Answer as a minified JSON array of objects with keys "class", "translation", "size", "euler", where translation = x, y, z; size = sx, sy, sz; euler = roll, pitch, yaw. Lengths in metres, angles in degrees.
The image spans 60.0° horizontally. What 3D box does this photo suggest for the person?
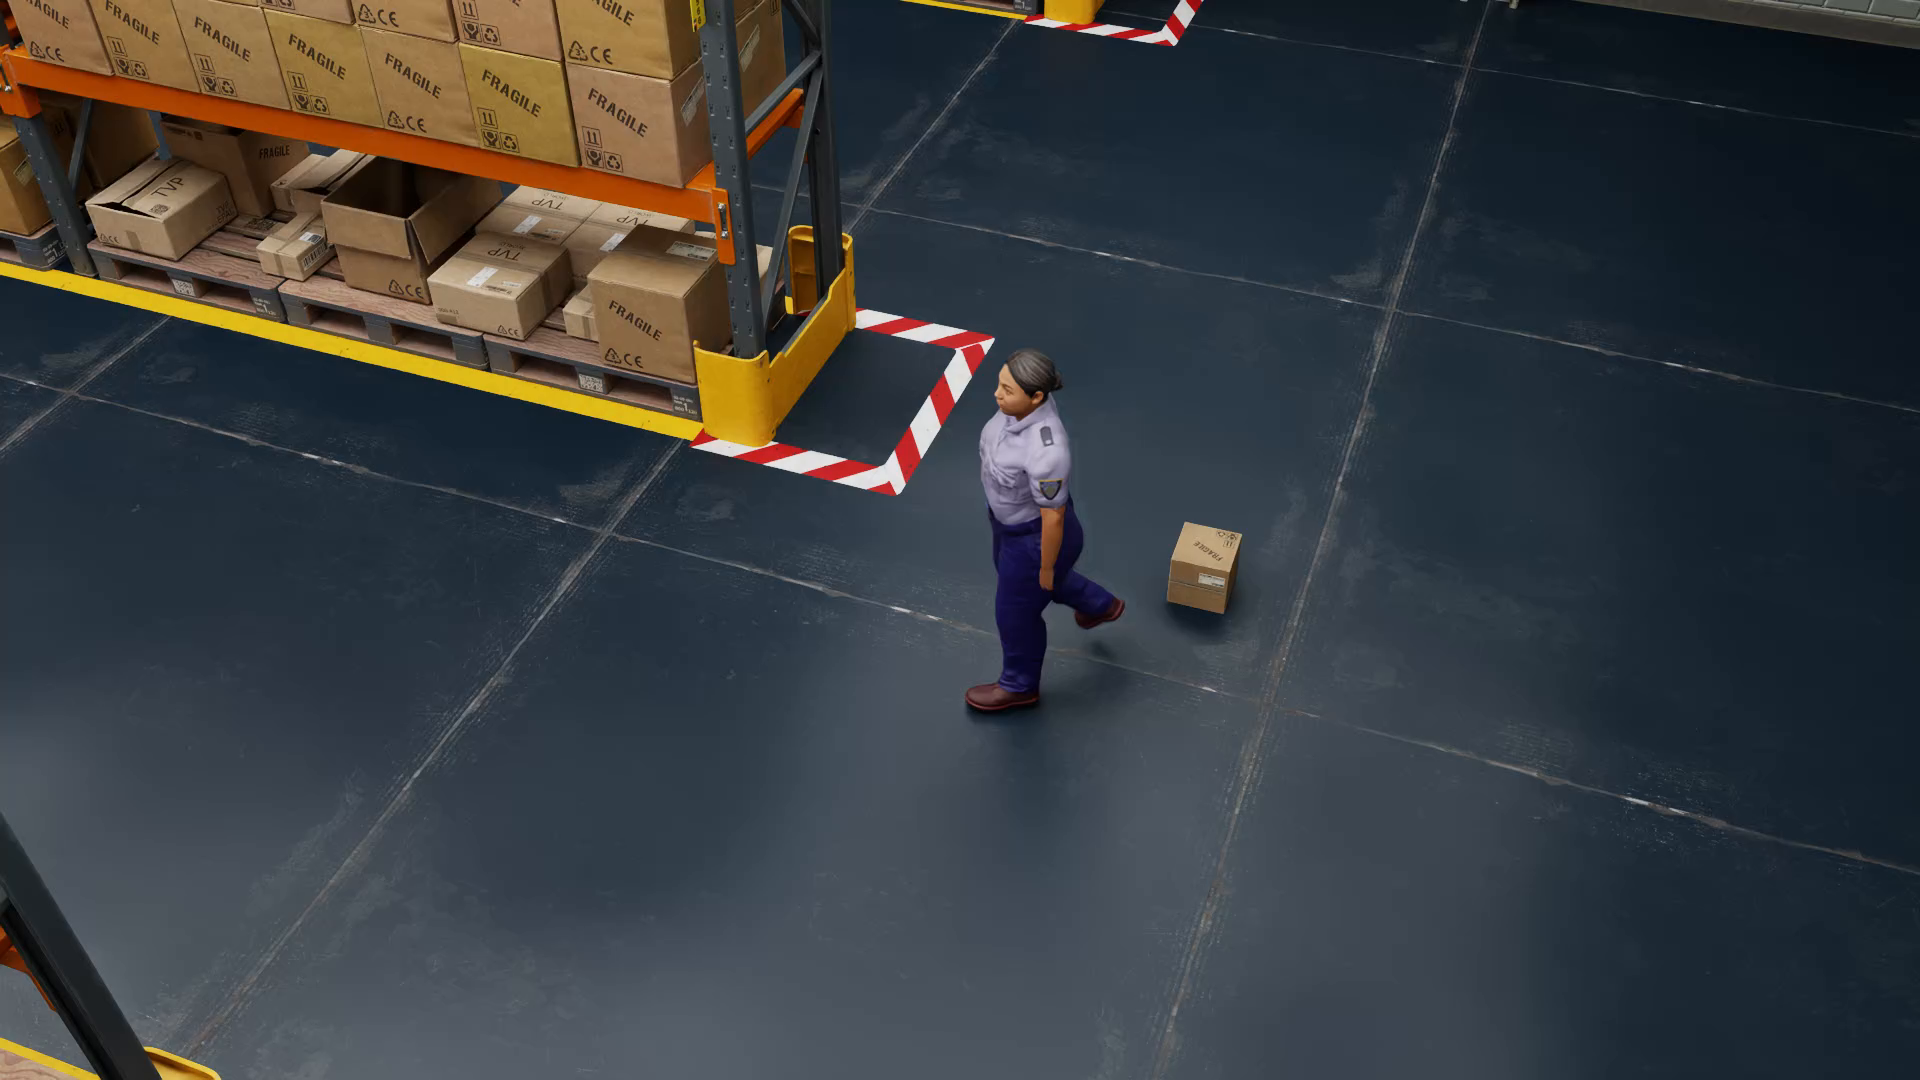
[{"class":"person","translation":[0.342,-0.059,6.206],"size":[0.679,1.638,0.522],"euler":[-6,42,-6]}]
